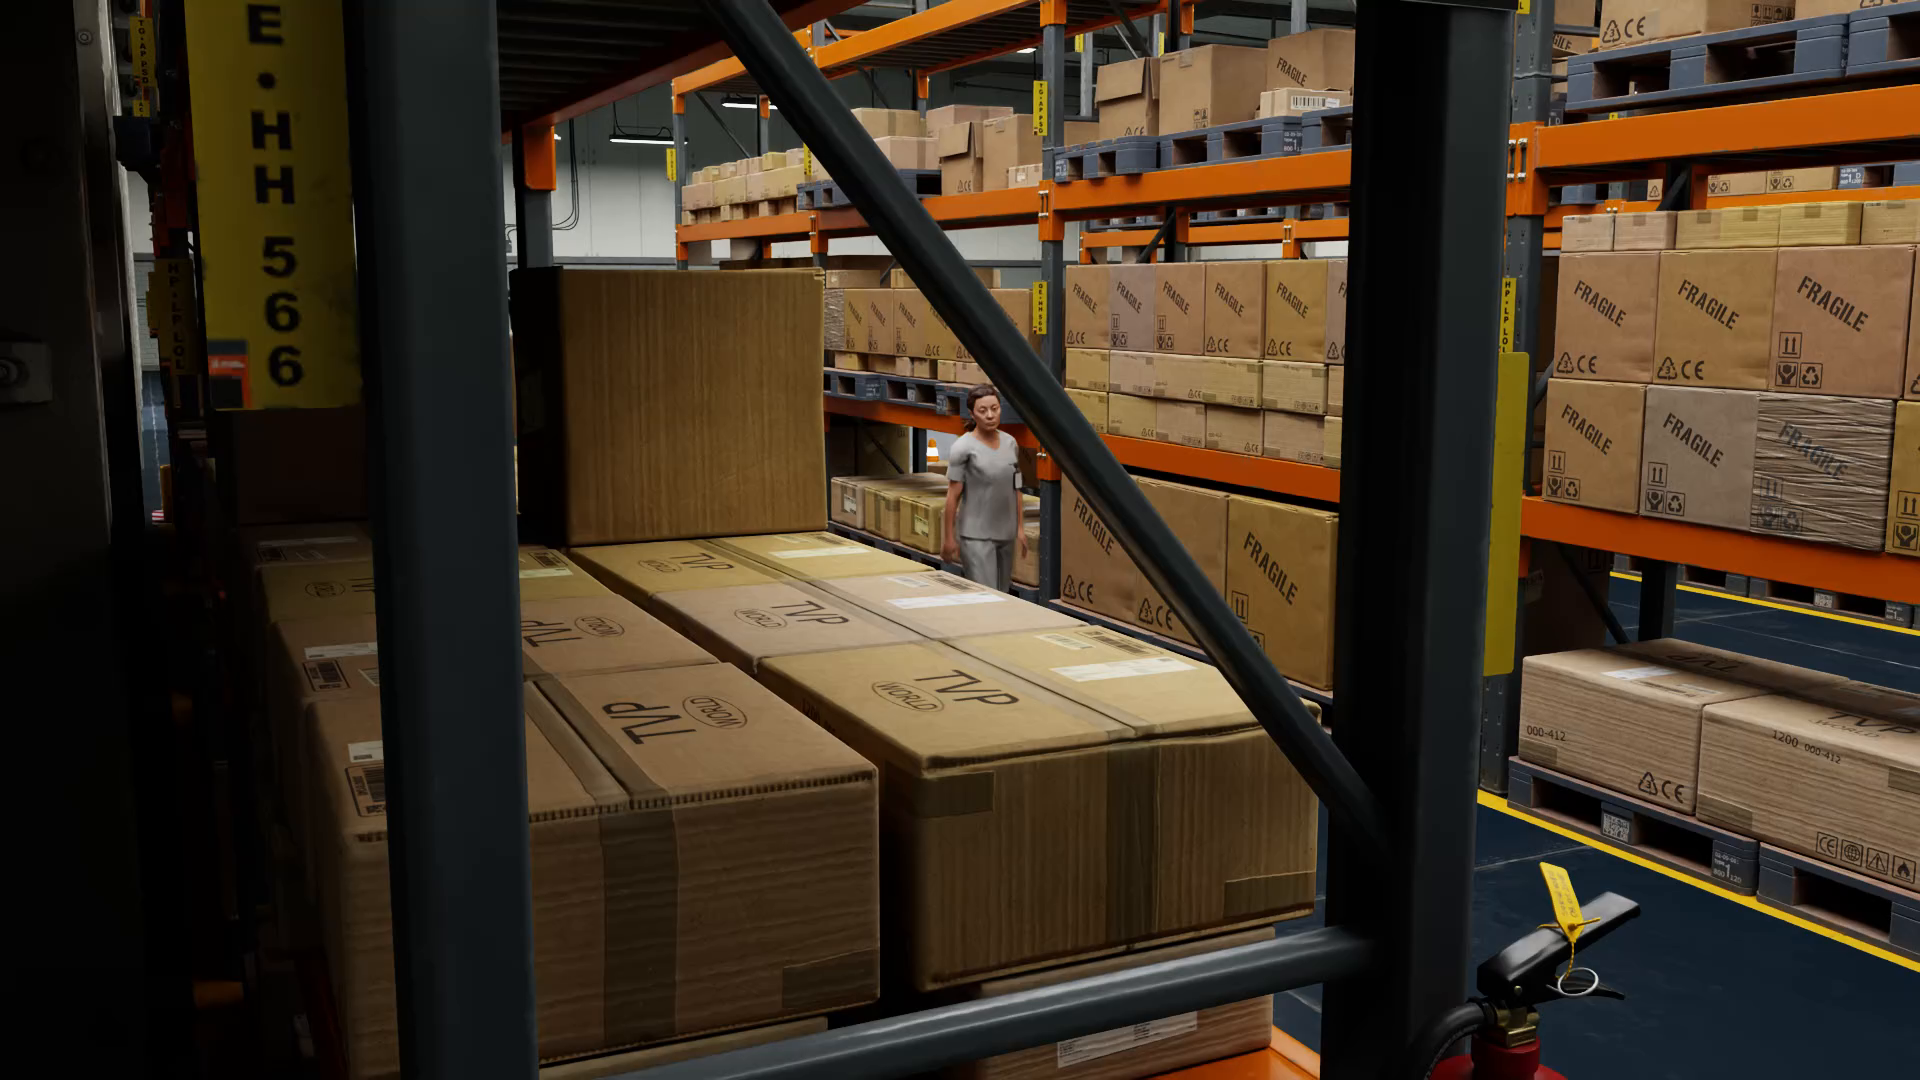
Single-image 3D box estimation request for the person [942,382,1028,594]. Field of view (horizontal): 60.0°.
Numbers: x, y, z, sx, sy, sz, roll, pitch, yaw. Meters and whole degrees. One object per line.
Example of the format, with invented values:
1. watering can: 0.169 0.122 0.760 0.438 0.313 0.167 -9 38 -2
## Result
1. person: 0.147 -0.018 8.965 0.527 1.669 0.600 -7 11 -39
